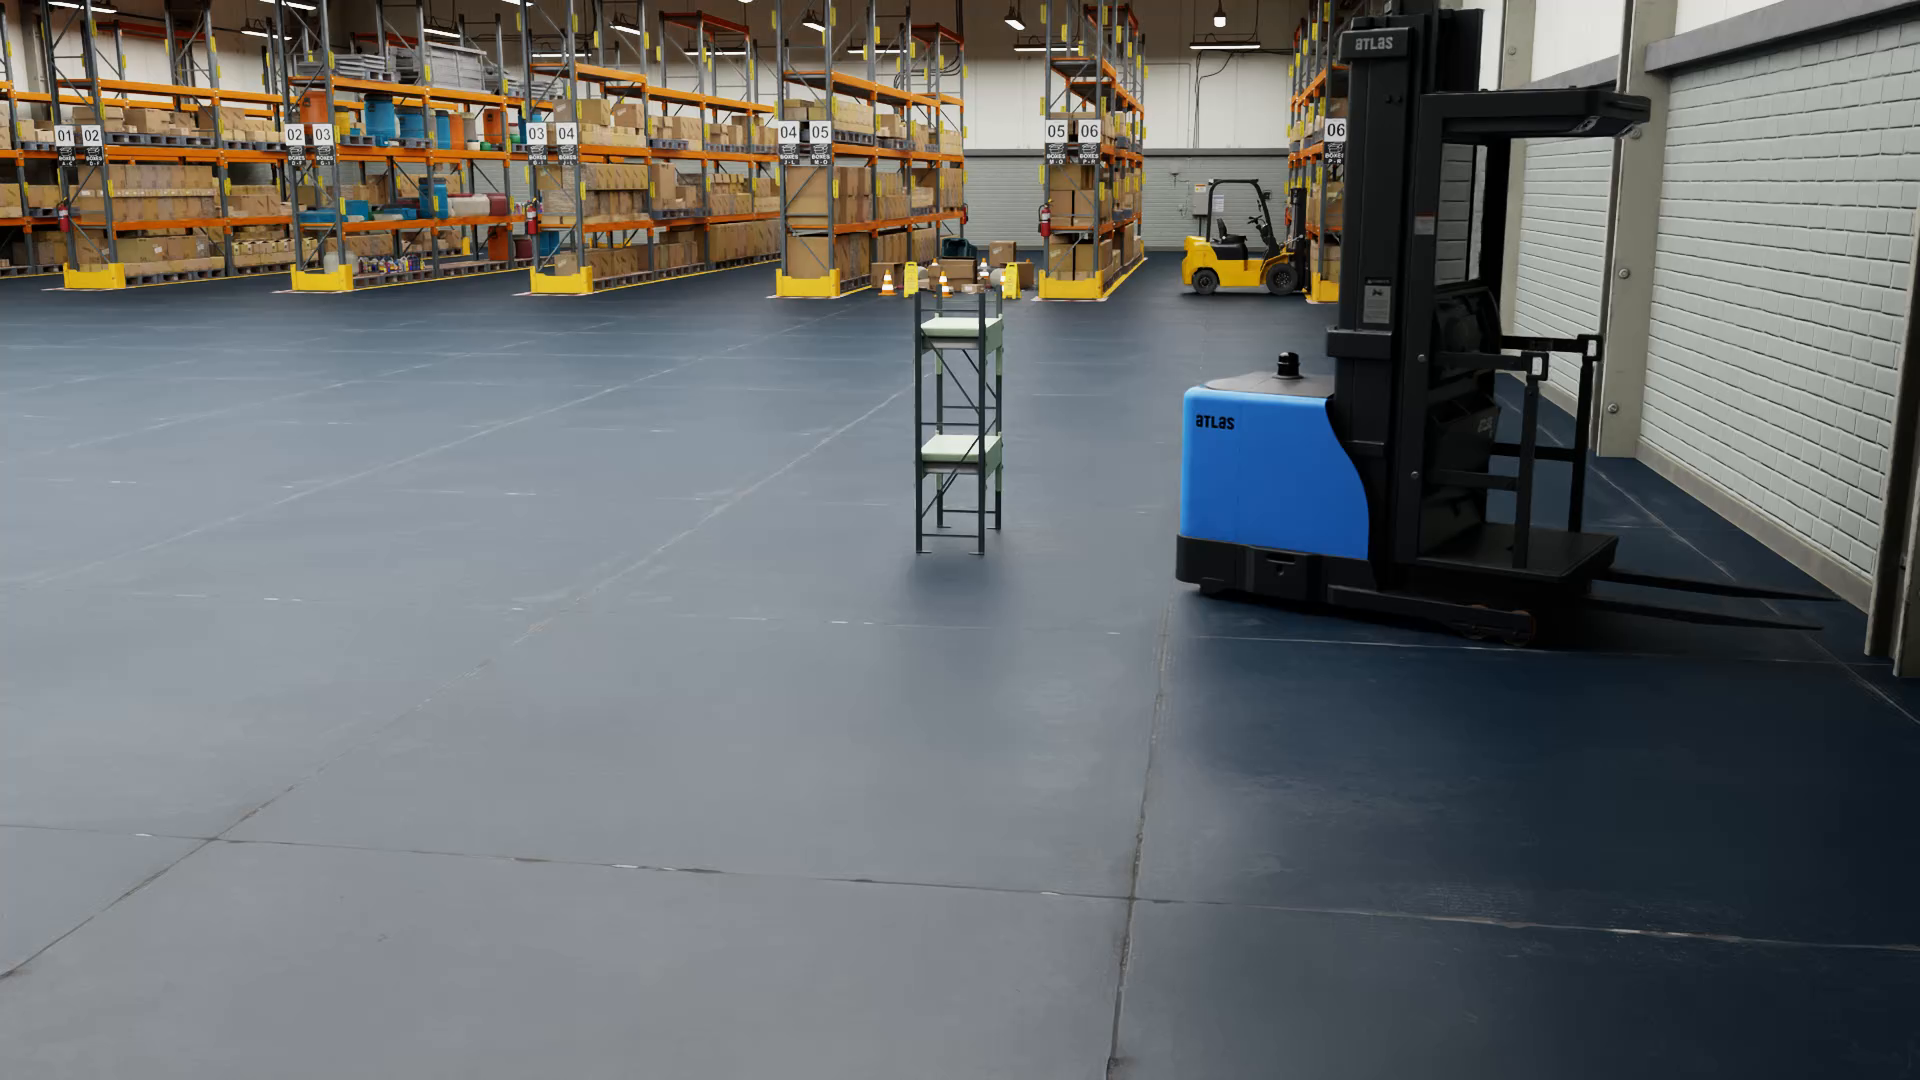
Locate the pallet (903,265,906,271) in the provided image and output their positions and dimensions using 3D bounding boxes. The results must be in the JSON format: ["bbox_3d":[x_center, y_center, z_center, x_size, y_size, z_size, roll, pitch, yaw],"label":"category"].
[{"bbox_3d":[-1.828,-6.226,38.383,1.003,0.211,1.213,2,12,9],"label":"pallet"}]

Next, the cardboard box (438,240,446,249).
[{"bbox_3d":[-15.091,-8.473,47.671,0.500,0.250,0.500,2,12,9],"label":"cardboard box"}]

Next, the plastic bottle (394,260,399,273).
[{"bbox_3d":[-11.956,-5.811,35.269,0.097,0.271,0.097,0,12,0],"label":"plastic bottle"}]

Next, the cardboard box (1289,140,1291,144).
[{"bbox_3d":[9.072,-10.572,44.459,0.500,0.250,0.500,2,12,8],"label":"cardboard box"}]

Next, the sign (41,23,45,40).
[{"bbox_3d":[-18.070,-10.038,32.805,0.100,0.325,0.005,2,12,9],"label":"sign"}]

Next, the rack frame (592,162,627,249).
[{"bbox_3d":[-10.181,-9.759,48.155,1.000,3.000,0.127,2,12,9],"label":"rack frame"}]

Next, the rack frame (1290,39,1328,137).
[{"bbox_3d":[9.410,-12.050,44.546,1.000,3.000,0.127,2,12,9],"label":"rack frame"}]

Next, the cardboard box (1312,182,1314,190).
[{"bbox_3d":[7.222,-7.074,33.213,0.380,0.149,0.250,2,12,10],"label":"cardboard box"}]

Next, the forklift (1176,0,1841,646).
[{"bbox_3d":[2.639,-1.068,7.993,3.031,2.935,1.130,8,15,33],"label":"forklift"}]

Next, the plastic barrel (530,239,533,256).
[{"bbox_3d":[-11.181,-7.540,42.770,0.421,0.512,0.421,0,12,0],"label":"plastic barrel"}]

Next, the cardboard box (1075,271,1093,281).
[{"bbox_3d":[2.442,-4.966,31.449,0.500,0.250,0.500,2,12,8],"label":"cardboard box"}]

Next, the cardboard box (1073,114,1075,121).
[{"bbox_3d":[1.993,-7.917,31.193,0.380,0.149,0.250,2,12,9],"label":"cardboard box"}]

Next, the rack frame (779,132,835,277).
[{"bbox_3d":[-2.862,-6.086,31.112,1.000,3.000,0.127,2,12,9],"label":"rack frame"}]

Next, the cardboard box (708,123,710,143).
[{"bbox_3d":[-6.449,-9.965,40.759,0.500,0.500,0.500,3,12,12],"label":"cardboard box"}]

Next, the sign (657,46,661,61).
[{"bbox_3d":[-7.066,-11.417,39.016,0.100,0.325,0.005,2,12,9],"label":"sign"}]

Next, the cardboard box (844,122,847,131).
[{"bbox_3d":[-2.377,-7.902,31.784,0.380,0.149,0.250,2,12,9],"label":"cardboard box"}]

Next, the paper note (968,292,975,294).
[{"bbox_3d":[0.223,-4.756,31.991,0.148,0.019,0.142,-2,12,-11],"label":"paper note"}]

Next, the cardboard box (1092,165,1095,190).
[{"bbox_3d":[2.378,-7.378,33.790,0.700,0.500,0.500,2,12,8],"label":"cardboard box"}]

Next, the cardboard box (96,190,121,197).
[{"bbox_3d":[-17.263,-7.030,33.716,0.380,0.149,0.250,2,12,8],"label":"cardboard box"}]

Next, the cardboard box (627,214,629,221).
[{"bbox_3d":[-7.118,-6.718,34.641,0.380,0.149,0.250,2,12,9],"label":"cardboard box"}]

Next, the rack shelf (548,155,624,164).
[{"bbox_3d":[-10.489,-10.457,45.983,1.077,0.370,4.000,2,12,9],"label":"rack shelf"}]

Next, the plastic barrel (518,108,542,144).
[{"bbox_3d":[-10.908,-10.482,42.207,0.600,0.901,0.708,2,12,9],"label":"plastic barrel"}]

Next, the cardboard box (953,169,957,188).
[{"bbox_3d":[-0.375,-9.782,44.947,0.500,0.500,0.500,3,12,12],"label":"cardboard box"}]

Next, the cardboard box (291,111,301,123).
[{"bbox_3d":[-16.232,-10.349,41.164,0.500,0.500,0.500,2,12,9],"label":"cardboard box"}]

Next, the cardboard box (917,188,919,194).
[{"bbox_3d":[-1.208,-8.433,40.190,0.380,0.149,0.250,2,12,11],"label":"cardboard box"}]

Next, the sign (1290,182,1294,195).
[{"bbox_3d":[8.258,-8.724,41.297,0.100,0.325,0.005,2,12,9],"label":"sign"}]

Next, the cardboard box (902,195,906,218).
[{"bbox_3d":[-1.514,-7.594,37.872,0.500,0.500,0.500,2,12,9],"label":"cardboard box"}]

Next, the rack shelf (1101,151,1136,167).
[{"bbox_3d":[3.582,-9.143,39.885,1.077,0.370,4.000,2,12,9],"label":"rack shelf"}]

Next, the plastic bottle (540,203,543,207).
[{"bbox_3d":[-10.728,-8.515,42.681,0.152,0.276,0.135,2,12,9],"label":"plastic bottle"}]

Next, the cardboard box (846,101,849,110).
[{"bbox_3d":[-2.339,-8.344,31.940,0.380,0.149,0.250,2,12,8],"label":"cardboard box"}]

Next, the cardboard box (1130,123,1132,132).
[{"bbox_3d":[4.188,-10.329,42.212,0.500,0.500,0.500,2,12,10],"label":"cardboard box"}]

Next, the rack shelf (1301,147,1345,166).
[{"bbox_3d":[7.872,-8.150,35.278,1.077,0.370,4.000,2,12,9],"label":"rack shelf"}]

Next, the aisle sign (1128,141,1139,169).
[{"bbox_3d":[4.822,-10.553,45.669,0.394,0.787,0.004,2,12,9],"label":"aisle sign"}]

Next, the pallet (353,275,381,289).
[{"bbox_3d":[-12.546,-5.251,33.858,1.003,0.211,1.213,2,12,9],"label":"pallet"}]

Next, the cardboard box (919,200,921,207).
[{"bbox_3d":[-1.162,-8.196,40.505,0.380,0.149,0.250,2,12,9],"label":"cardboard box"}]

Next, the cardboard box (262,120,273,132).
[{"bbox_3d":[-19.973,-11.719,47.476,0.500,0.500,0.500,1,12,6],"label":"cardboard box"}]

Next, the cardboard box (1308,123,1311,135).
[{"bbox_3d":[7.553,-8.614,34.702,0.500,0.311,0.500,1,12,7],"label":"cardboard box"}]

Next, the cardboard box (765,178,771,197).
[{"bbox_3d":[-5.417,-9.506,44.854,0.500,0.500,0.500,1,12,7],"label":"cardboard box"}]

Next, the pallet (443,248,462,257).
[{"bbox_3d":[-15.208,-8.375,48.353,1.003,0.211,1.213,2,12,9],"label":"pallet"}]

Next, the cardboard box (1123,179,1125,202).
[{"bbox_3d":[3.411,-7.800,37.125,0.500,0.500,0.500,2,12,8],"label":"cardboard box"}]

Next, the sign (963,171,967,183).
[{"bbox_3d":[0.144,-10.115,46.309,0.100,0.325,0.005,2,12,9],"label":"sign"}]

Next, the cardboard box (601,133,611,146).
[{"bbox_3d":[-7.265,-7.963,33.059,0.500,0.250,0.500,2,12,8],"label":"cardboard box"}]

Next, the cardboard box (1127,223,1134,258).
[{"bbox_3d":[3.874,-7.479,41.625,0.875,0.875,0.875,2,12,10],"label":"cardboard box"}]

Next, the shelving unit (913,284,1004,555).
[{"bbox_3d":[-0.001,-0.732,9.829,0.431,1.500,0.755,2,12,9],"label":"shelving unit"}]

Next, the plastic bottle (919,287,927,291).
[{"bbox_3d":[-0.741,-4.971,32.914,0.133,0.061,0.283,-2,12,-11],"label":"plastic bottle"}]

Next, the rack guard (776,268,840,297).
[{"bbox_3d":[-2.866,-4.859,31.352,1.175,0.500,0.348,2,12,9],"label":"rack guard"}]

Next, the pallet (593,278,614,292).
[{"bbox_3d":[-7.576,-5.088,33.102,1.003,0.211,1.213,2,12,9],"label":"pallet"}]

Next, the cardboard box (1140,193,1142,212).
[{"bbox_3d":[4.692,-9.217,45.404,0.500,0.500,0.500,2,12,9],"label":"cardboard box"}]

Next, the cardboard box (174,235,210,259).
[{"bbox_3d":[-16.864,-6.442,36.517,0.500,0.500,0.500,2,12,9],"label":"cardboard box"}]

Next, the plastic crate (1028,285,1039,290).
[{"bbox_3d":[1.608,-5.052,33.244,0.402,0.080,0.583,-2,12,-11],"label":"plastic crate"}]

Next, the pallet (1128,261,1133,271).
[{"bbox_3d":[3.660,-6.663,40.412,1.003,0.211,1.213,2,12,9],"label":"pallet"}]

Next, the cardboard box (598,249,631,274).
[{"bbox_3d":[-7.314,-5.882,35.104,0.500,0.500,0.500,6,14,27],"label":"cardboard box"}]
